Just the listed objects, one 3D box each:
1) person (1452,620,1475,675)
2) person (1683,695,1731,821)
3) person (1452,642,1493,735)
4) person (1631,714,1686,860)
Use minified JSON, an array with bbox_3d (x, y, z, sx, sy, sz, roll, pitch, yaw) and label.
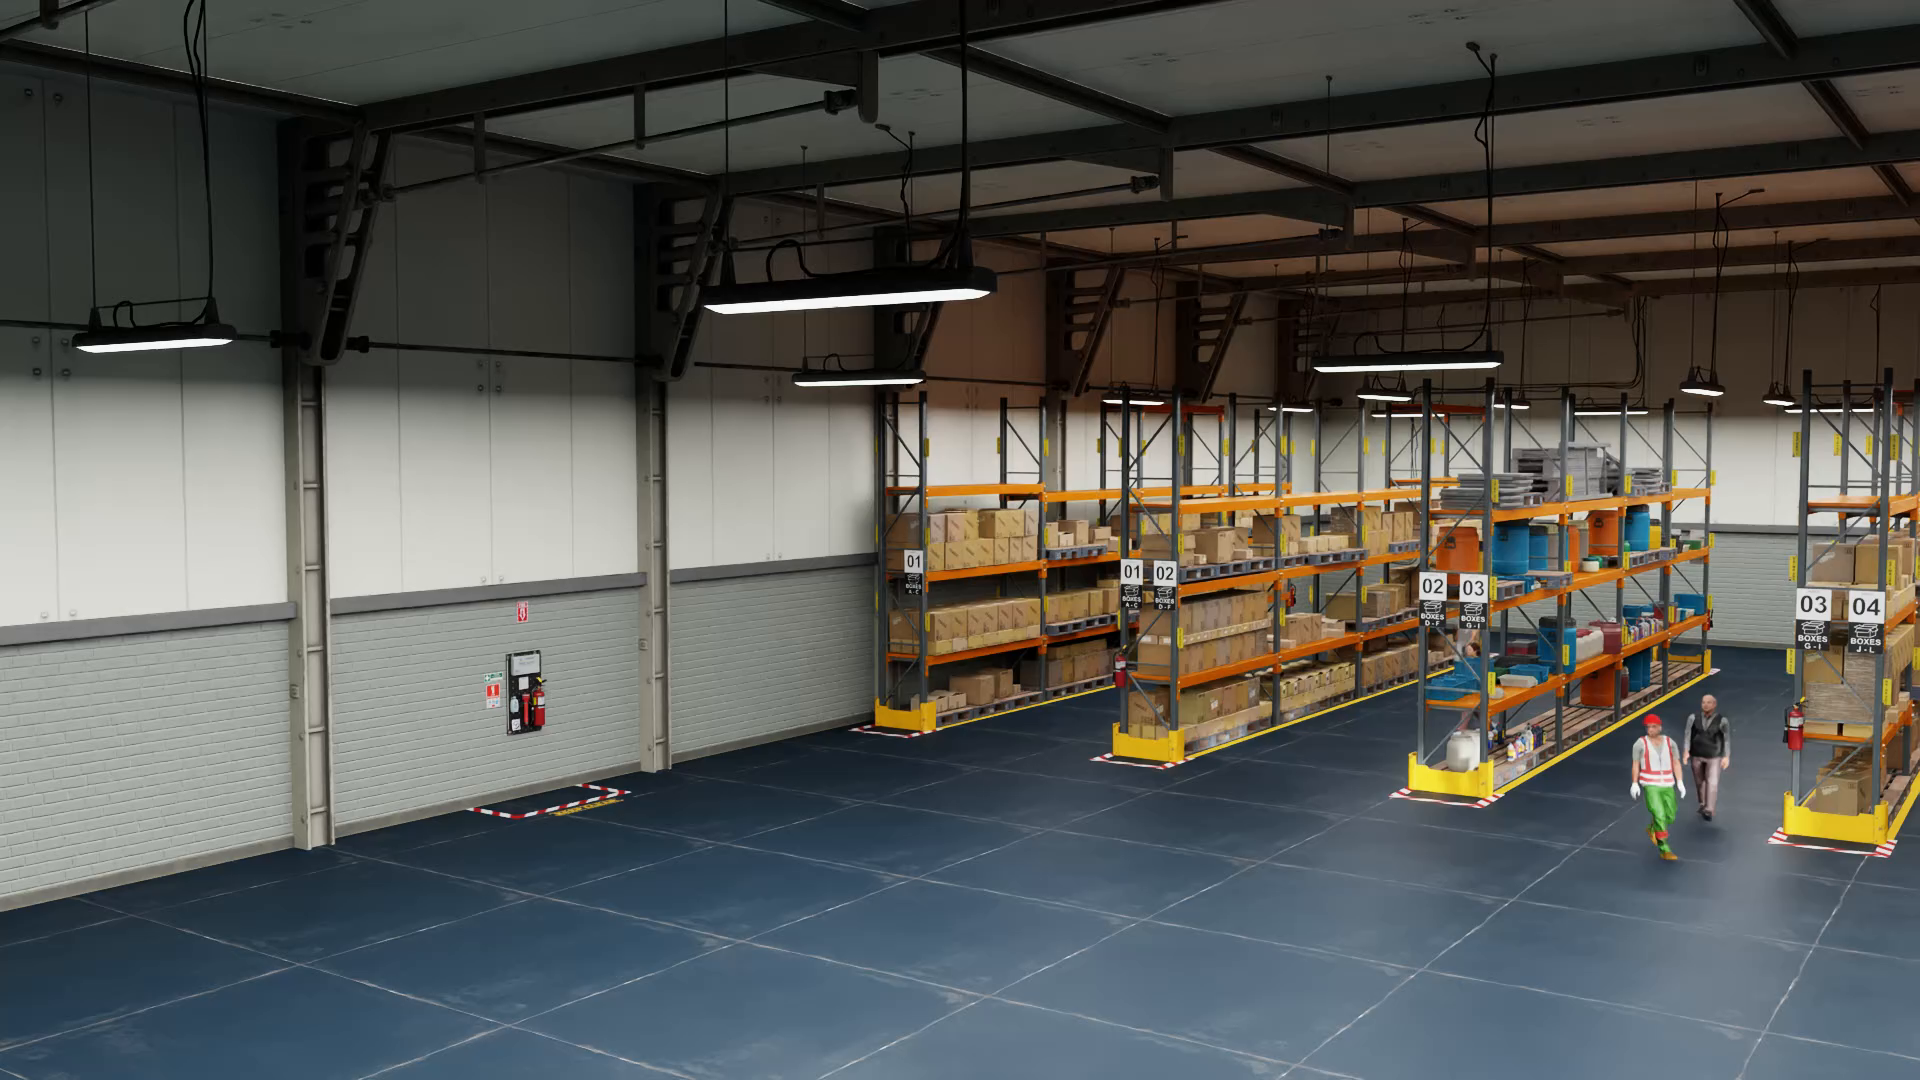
[{"bbox_3d":[10.727,2.216,35.323,0.452,1.582,1.044,2,4,29],"label":"person"},{"bbox_3d":[9.967,2.913,22.289,0.551,1.656,1.071,3,4,40],"label":"person"},{"bbox_3d":[8.904,2.577,28.844,1.066,1.615,0.487,-2,4,-27],"label":"person"},{"bbox_3d":[8.562,3.003,20.394,0.538,1.733,0.955,0,3,-2],"label":"person"}]
